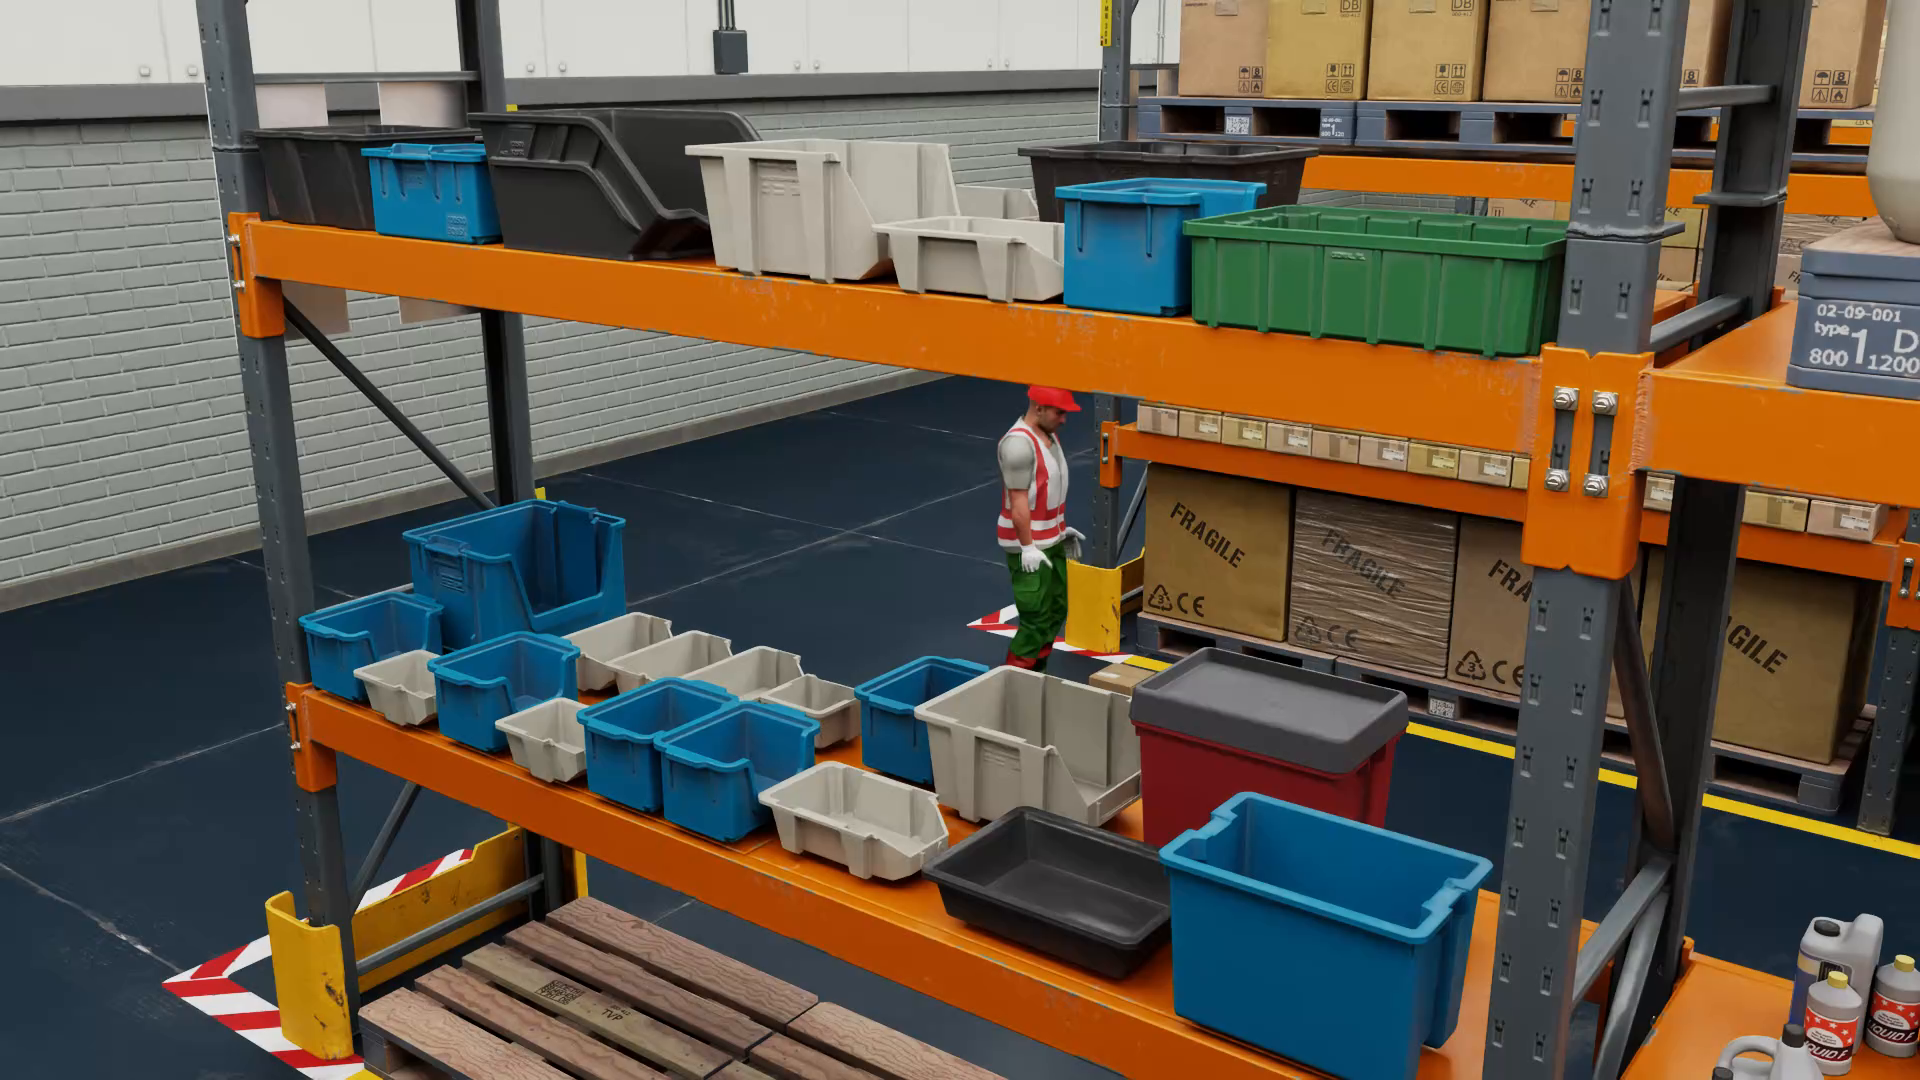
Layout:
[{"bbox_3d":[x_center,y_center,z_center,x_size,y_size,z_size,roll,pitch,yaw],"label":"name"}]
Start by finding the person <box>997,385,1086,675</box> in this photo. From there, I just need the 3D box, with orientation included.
[{"bbox_3d":[0.409,0.024,8.452,0.388,1.768,0.533,7,18,22],"label":"person"}]
